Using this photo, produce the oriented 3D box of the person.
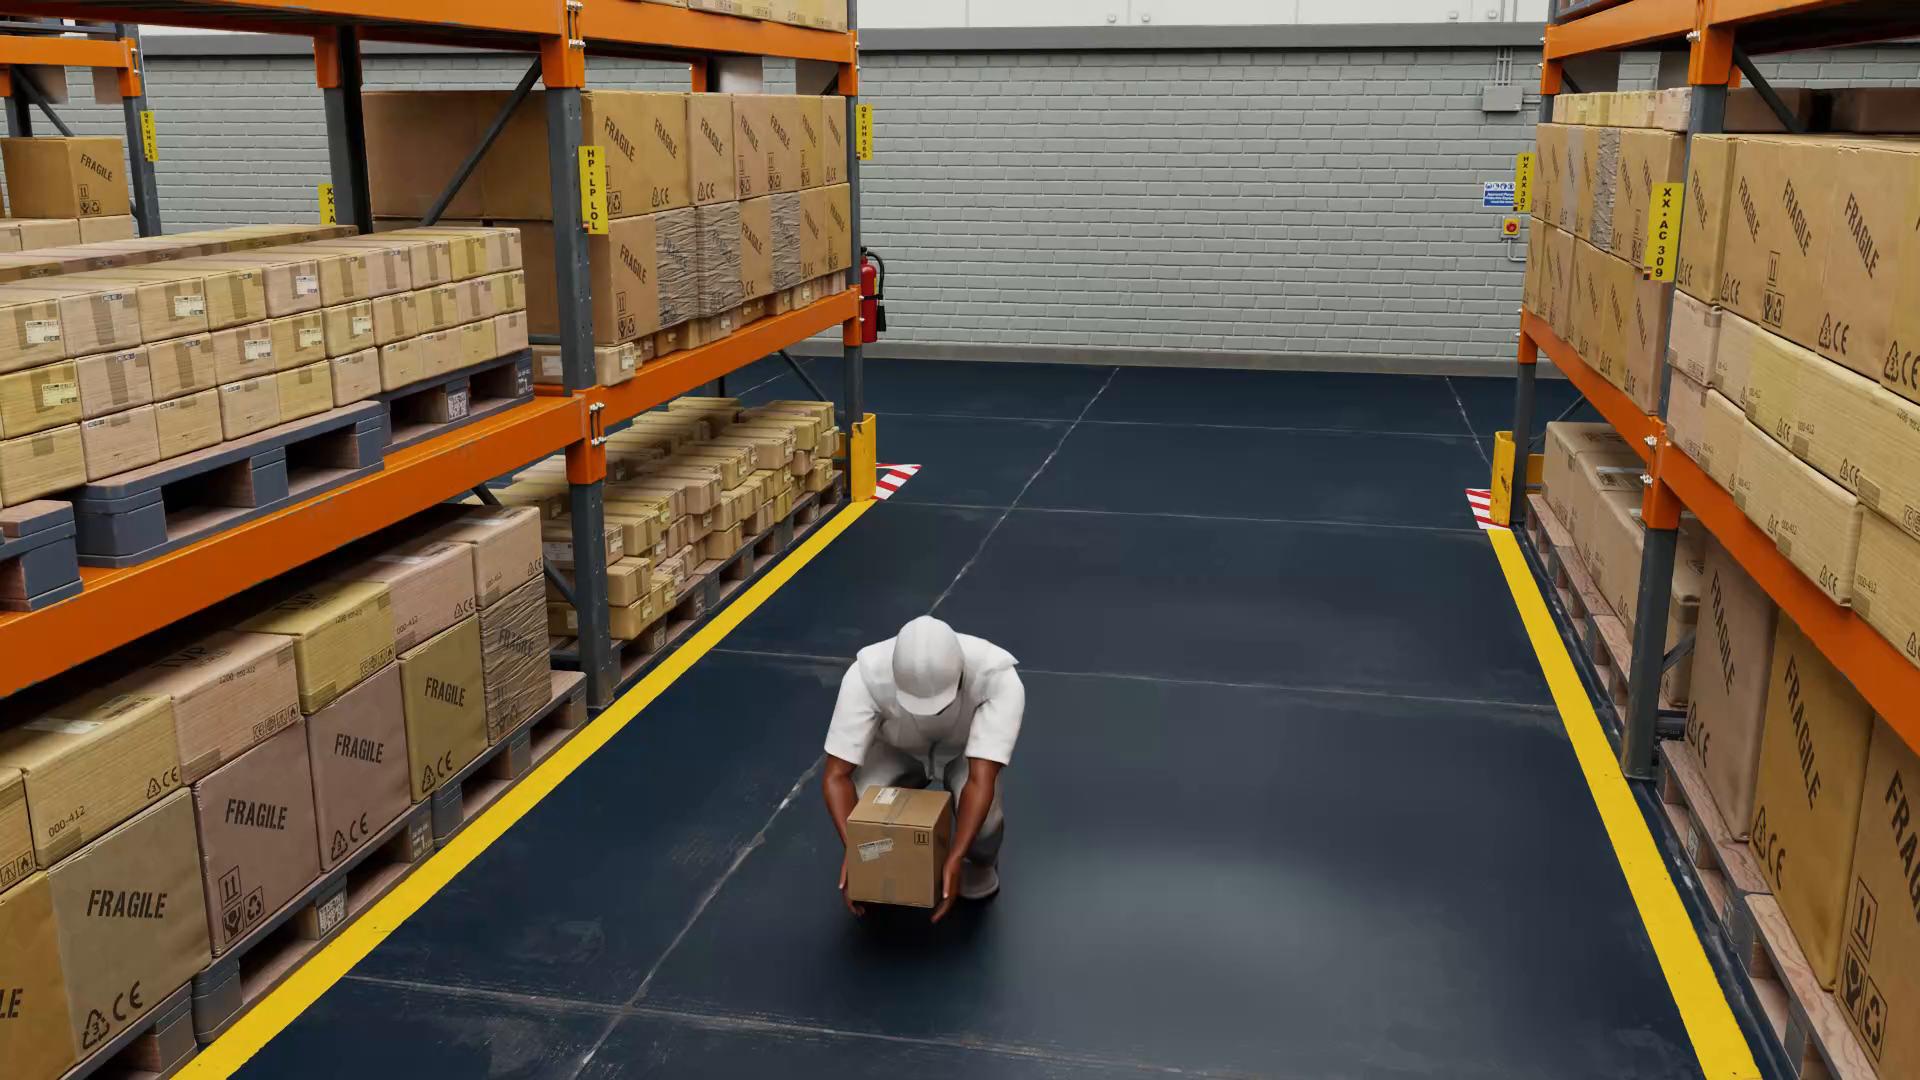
[{"bbox_3d":[-0.088,0.637,5.056,0.589,0.999,0.871,3,15,11],"label":"person"}]
